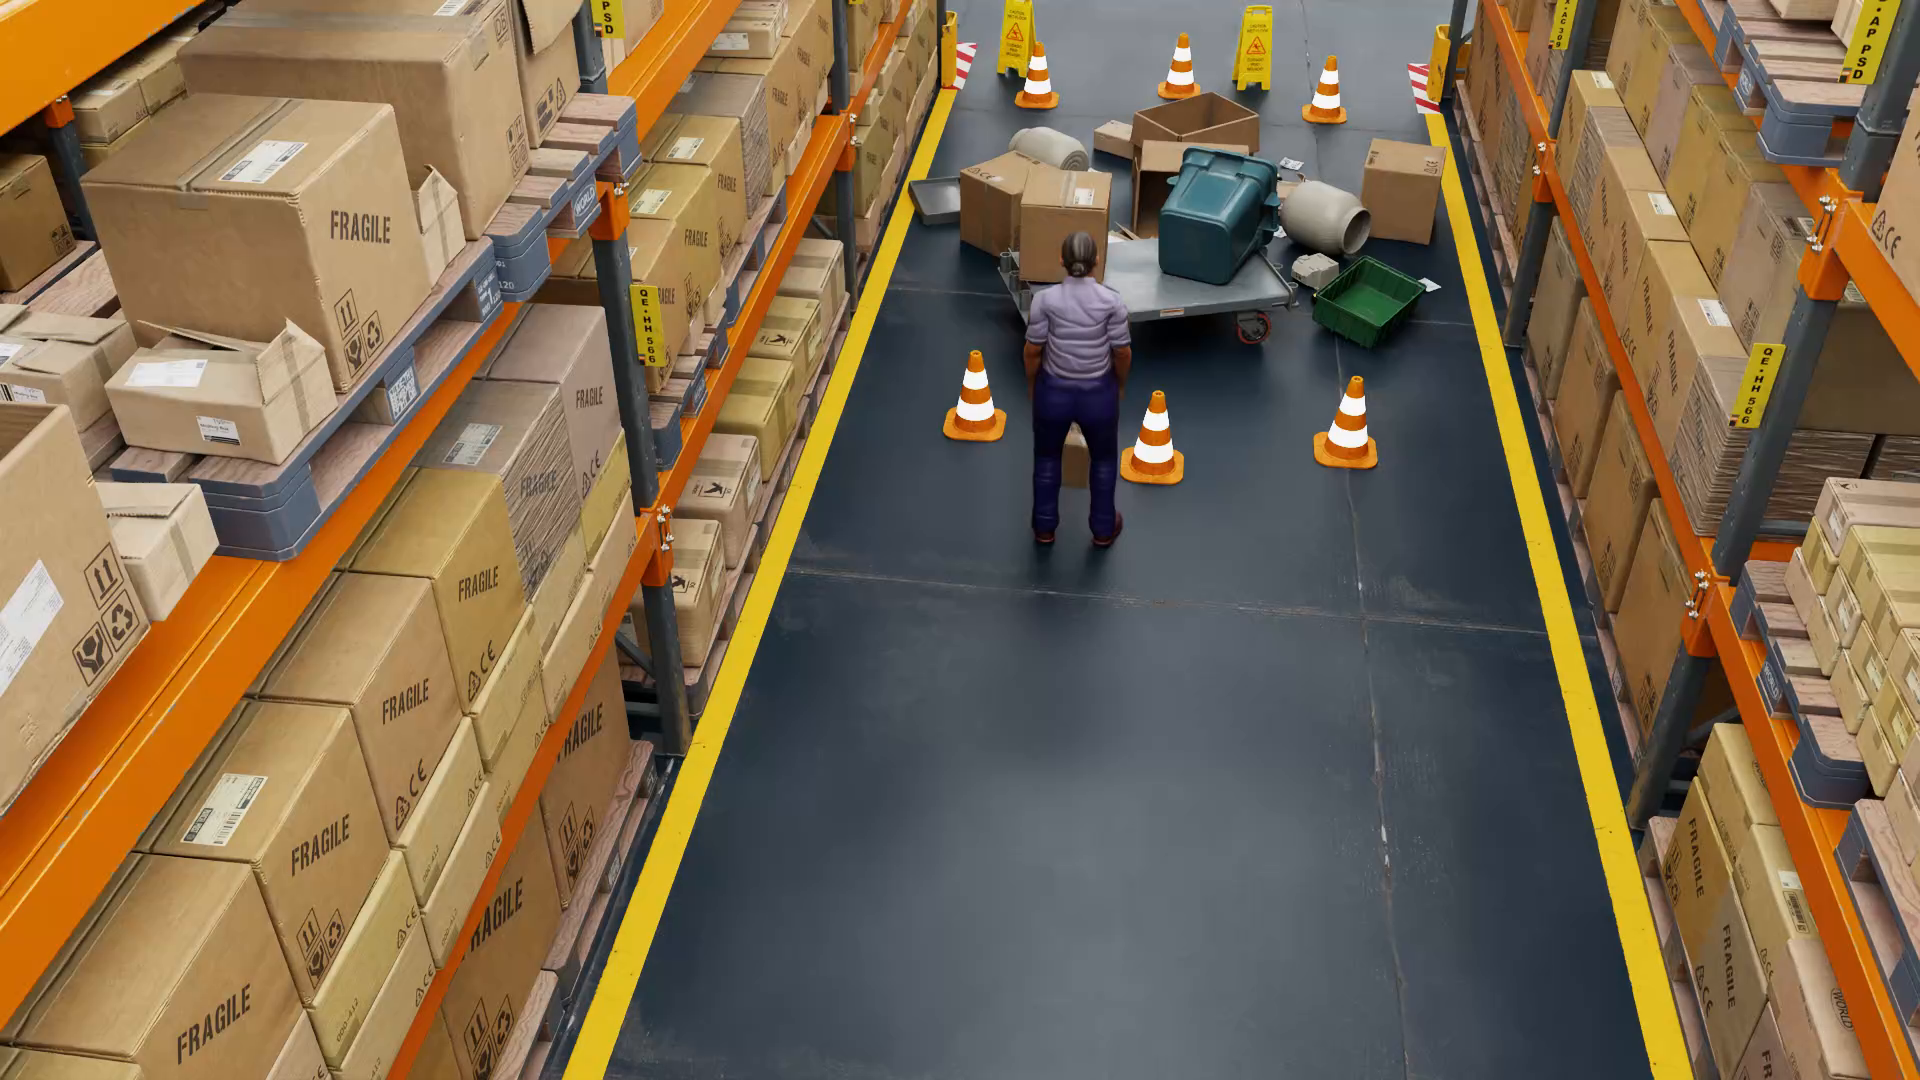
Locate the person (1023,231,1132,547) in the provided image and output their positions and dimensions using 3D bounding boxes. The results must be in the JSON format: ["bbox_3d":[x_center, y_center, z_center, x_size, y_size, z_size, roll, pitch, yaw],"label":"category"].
[{"bbox_3d":[0.565,-0.697,7.990,0.532,1.654,0.368,3,36,5],"label":"person"}]
